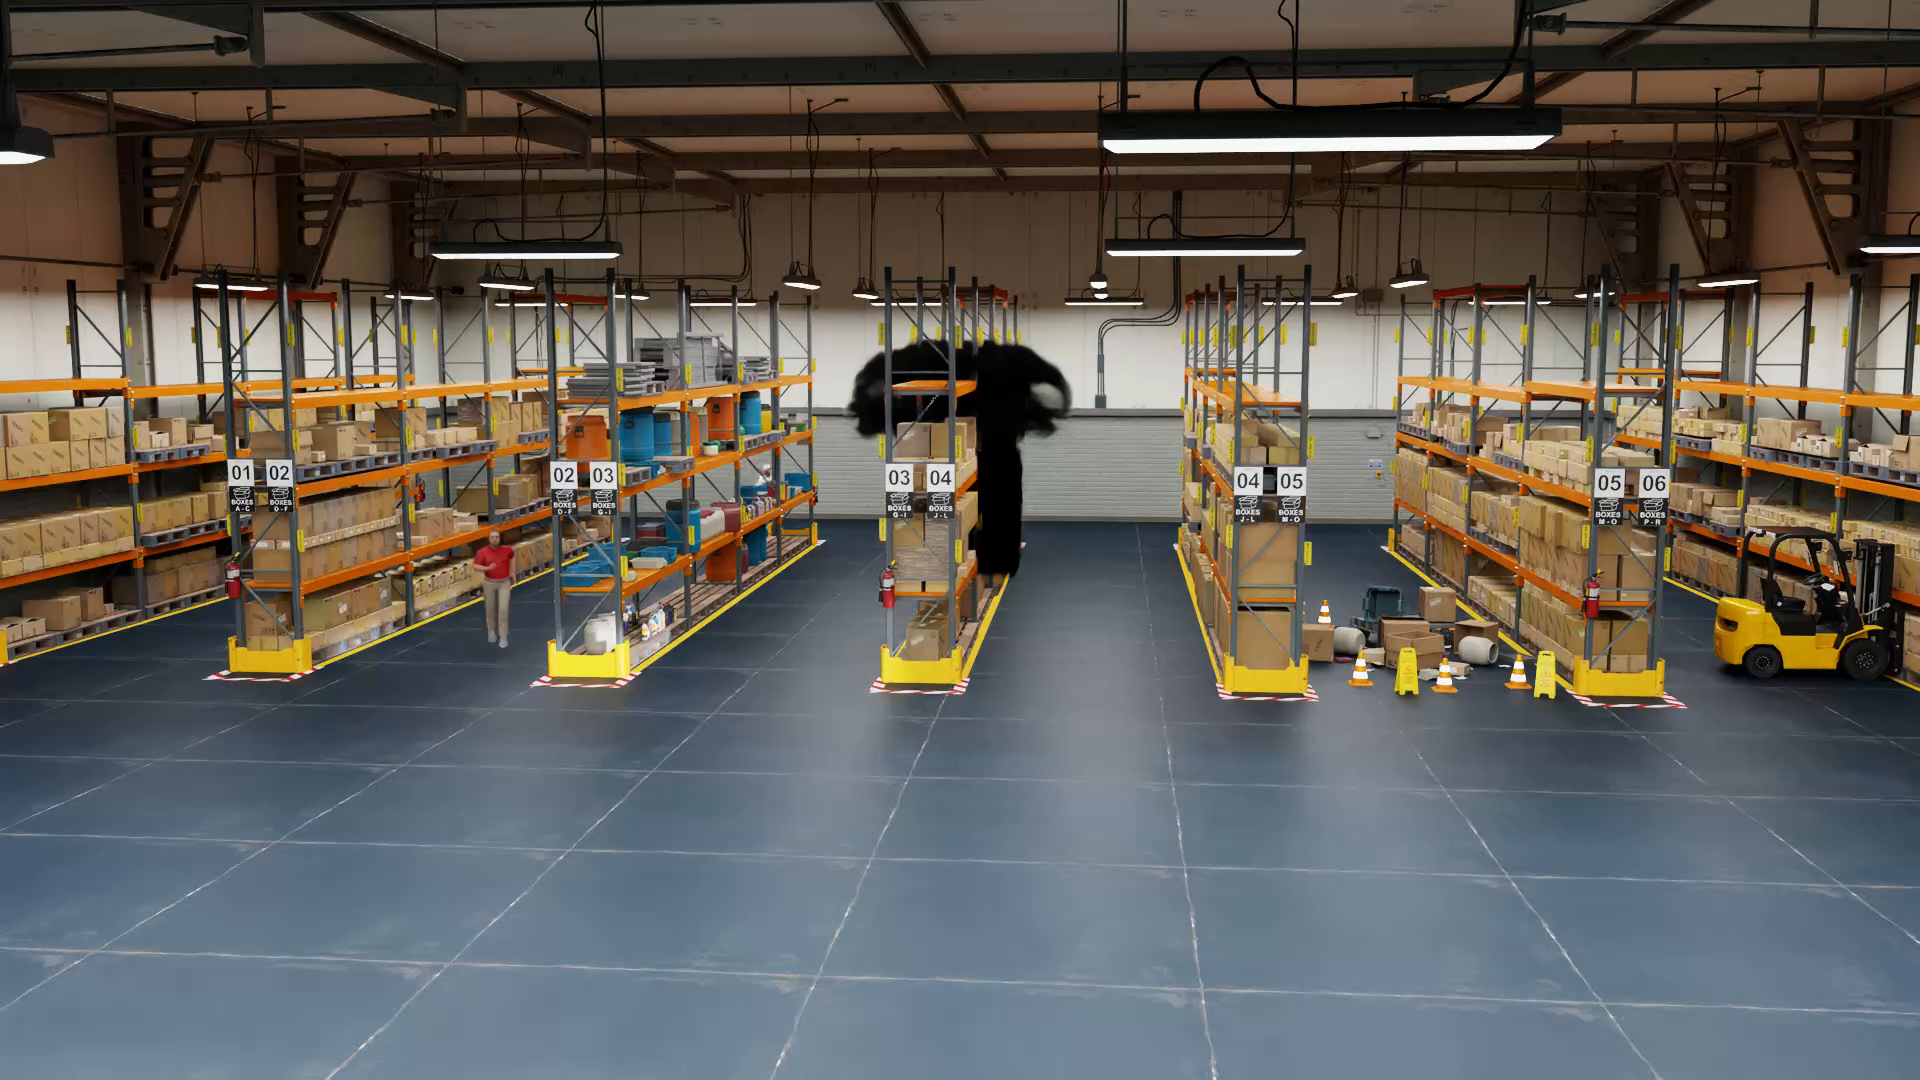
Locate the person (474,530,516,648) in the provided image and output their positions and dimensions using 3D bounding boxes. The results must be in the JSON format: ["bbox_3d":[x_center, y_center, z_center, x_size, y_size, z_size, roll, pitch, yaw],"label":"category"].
[{"bbox_3d":[-7.152,0.730,25.626,0.650,1.773,0.876,-3,7,-20],"label":"person"}]

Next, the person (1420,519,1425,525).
[{"bbox_3d":[11.405,-0.652,40.065,0.598,1.602,0.666,6,9,40],"label":"person"}]

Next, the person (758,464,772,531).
[{"bbox_3d":[-5.034,-1.114,43.345,0.660,1.728,0.714,3,8,26],"label":"person"}]
